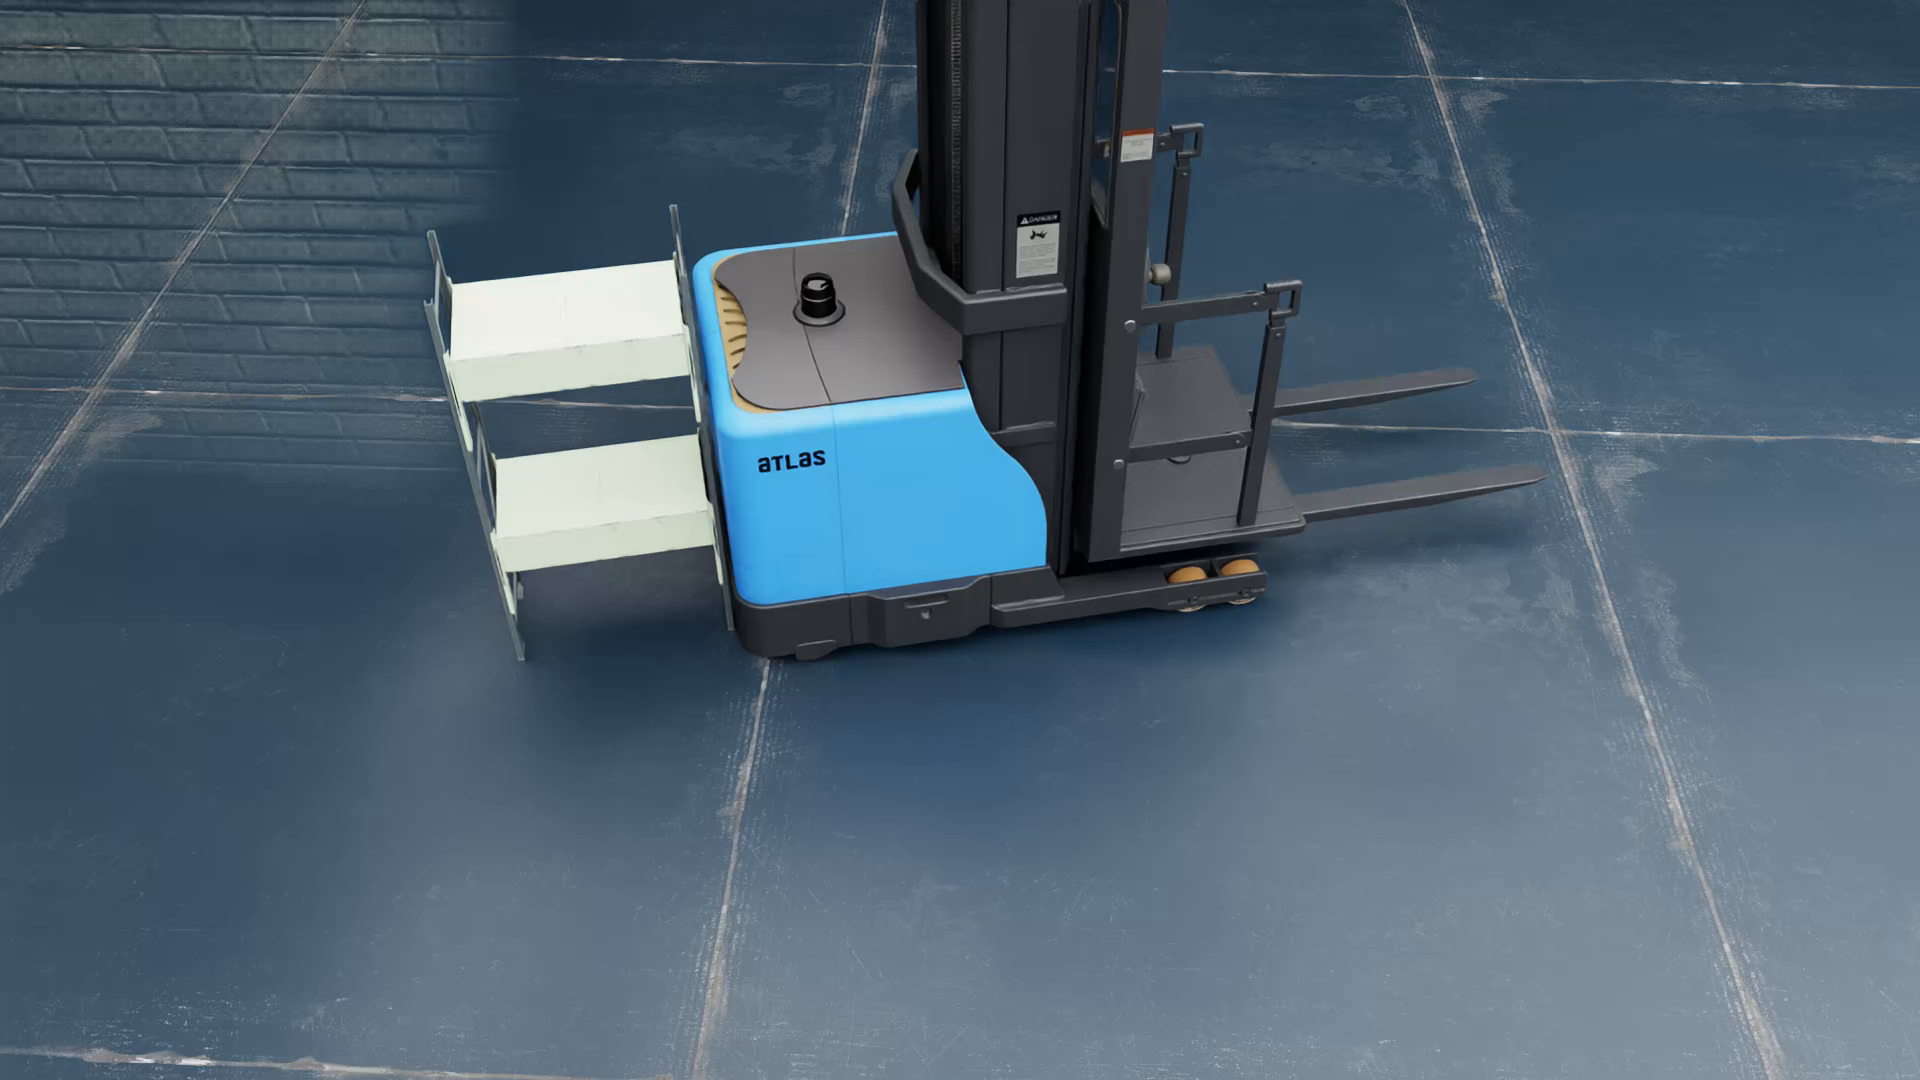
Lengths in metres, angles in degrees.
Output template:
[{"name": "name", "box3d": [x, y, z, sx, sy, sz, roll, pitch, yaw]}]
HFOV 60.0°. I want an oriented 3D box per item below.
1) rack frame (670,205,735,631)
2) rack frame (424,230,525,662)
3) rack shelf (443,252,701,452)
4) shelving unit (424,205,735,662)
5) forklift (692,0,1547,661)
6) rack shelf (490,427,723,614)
[{"name": "rack frame", "box3d": [-0.851, -0.360, 5.536, 0.023, 1.500, 0.400, -8, 44, -8]}, {"name": "rack frame", "box3d": [-1.568, -0.259, 5.428, 0.023, 1.500, 0.400, -8, 44, -8]}, {"name": "rack shelf", "box3d": [-1.210, -0.595, 5.216, 0.720, 0.370, 0.431, -8, 44, -8]}, {"name": "shelving unit", "box3d": [-1.210, -0.309, 5.482, 0.755, 1.500, 0.431, -8, 44, -8]}, {"name": "forklift", "box3d": [0.634, -1.161, 5.346, 3.031, 2.935, 1.130, -8, 44, -8]}, {"name": "rack shelf", "box3d": [-1.210, -0.071, 5.704, 0.720, 0.370, 0.431, -8, 44, -8]}]
